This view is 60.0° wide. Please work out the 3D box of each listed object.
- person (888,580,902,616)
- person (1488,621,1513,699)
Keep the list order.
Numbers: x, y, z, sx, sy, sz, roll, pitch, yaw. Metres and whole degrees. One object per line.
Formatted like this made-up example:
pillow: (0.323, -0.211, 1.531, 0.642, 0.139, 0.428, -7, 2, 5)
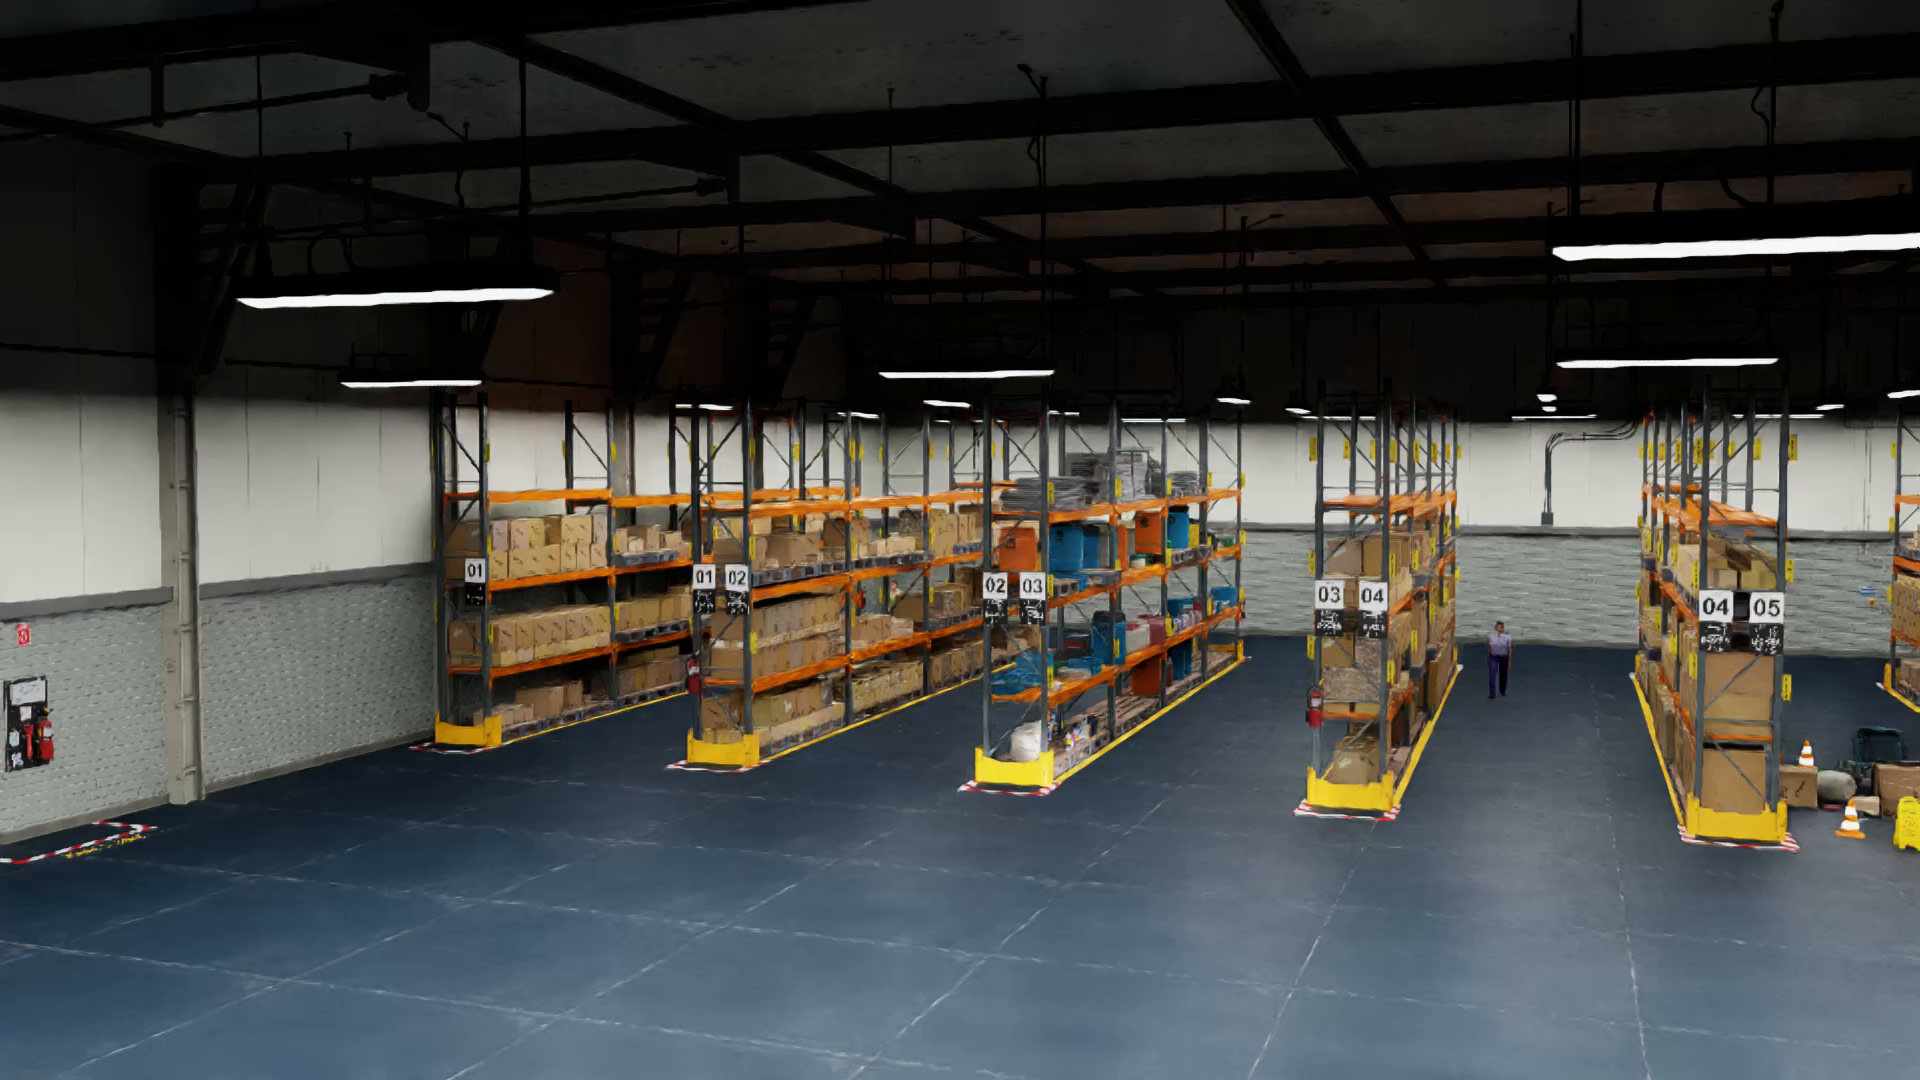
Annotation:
person: (-1.738, 1.853, 43.862, 0.573, 1.626, 0.720, 0, 3, -4)
person: (10.939, 2.412, 33.680, 0.478, 1.567, 1.093, 1, 3, 17)
